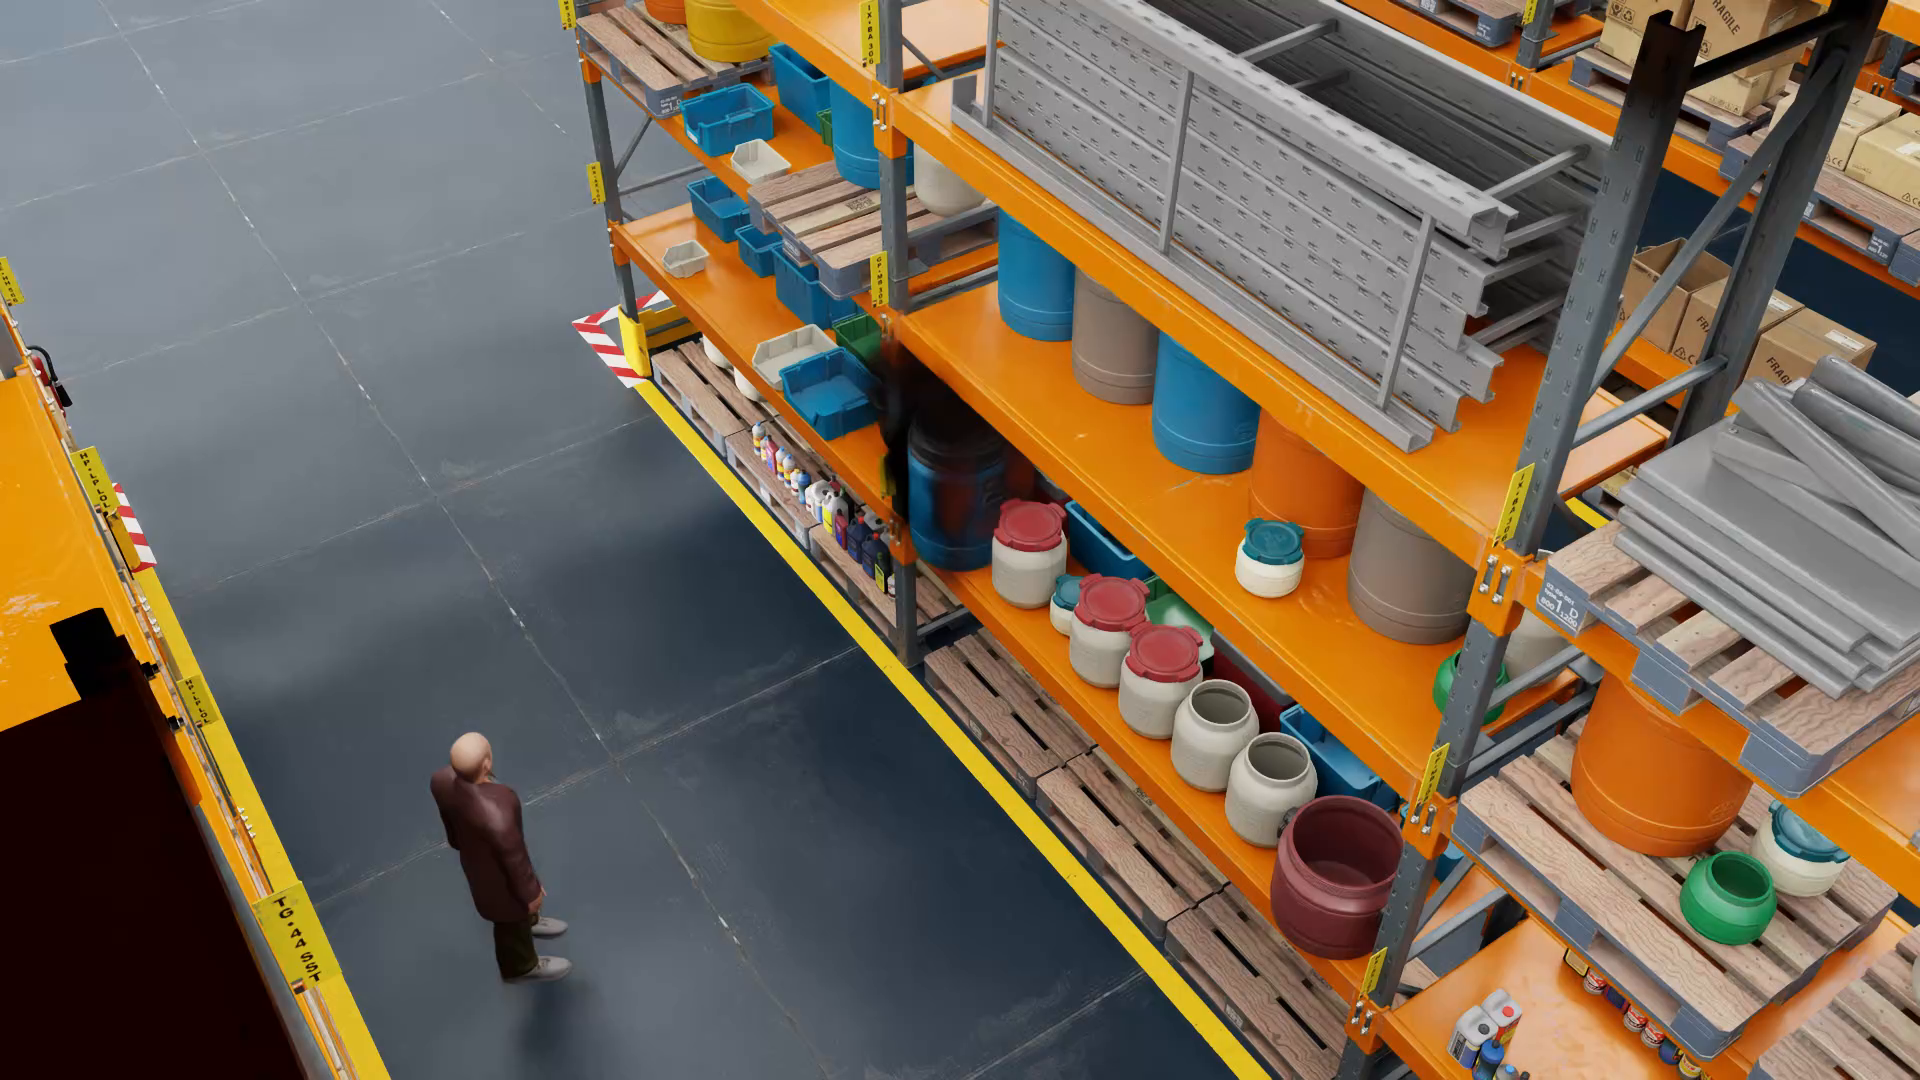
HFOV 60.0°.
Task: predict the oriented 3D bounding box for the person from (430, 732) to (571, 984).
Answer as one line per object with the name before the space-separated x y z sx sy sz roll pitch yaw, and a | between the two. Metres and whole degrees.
person | -2.253 1.609 8.274 0.444 1.792 0.615 -21 47 -21
